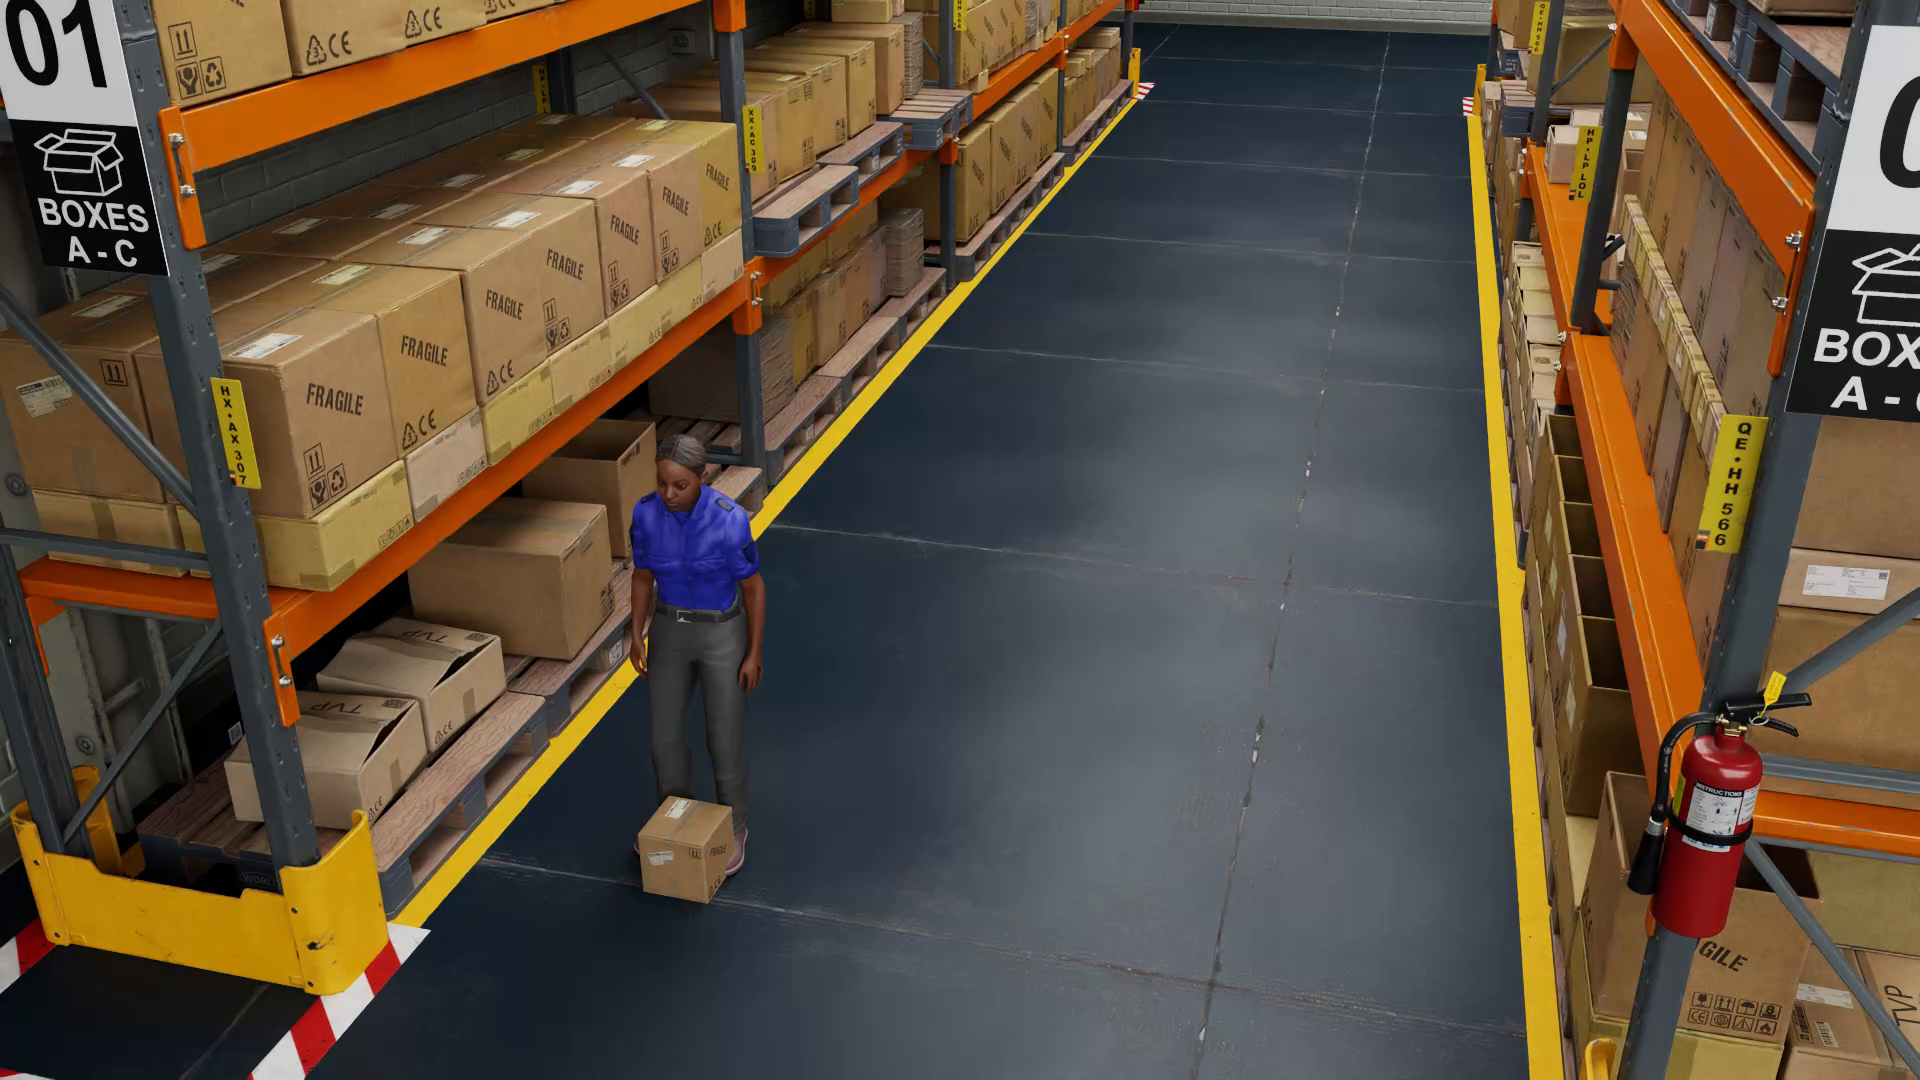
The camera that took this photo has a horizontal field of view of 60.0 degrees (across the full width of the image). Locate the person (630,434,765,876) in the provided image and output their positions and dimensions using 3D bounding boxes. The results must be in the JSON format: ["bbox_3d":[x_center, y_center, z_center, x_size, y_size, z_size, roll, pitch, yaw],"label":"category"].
[{"bbox_3d":[-0.933,0.381,5.816,0.512,1.654,0.392,6,26,13],"label":"person"}]
